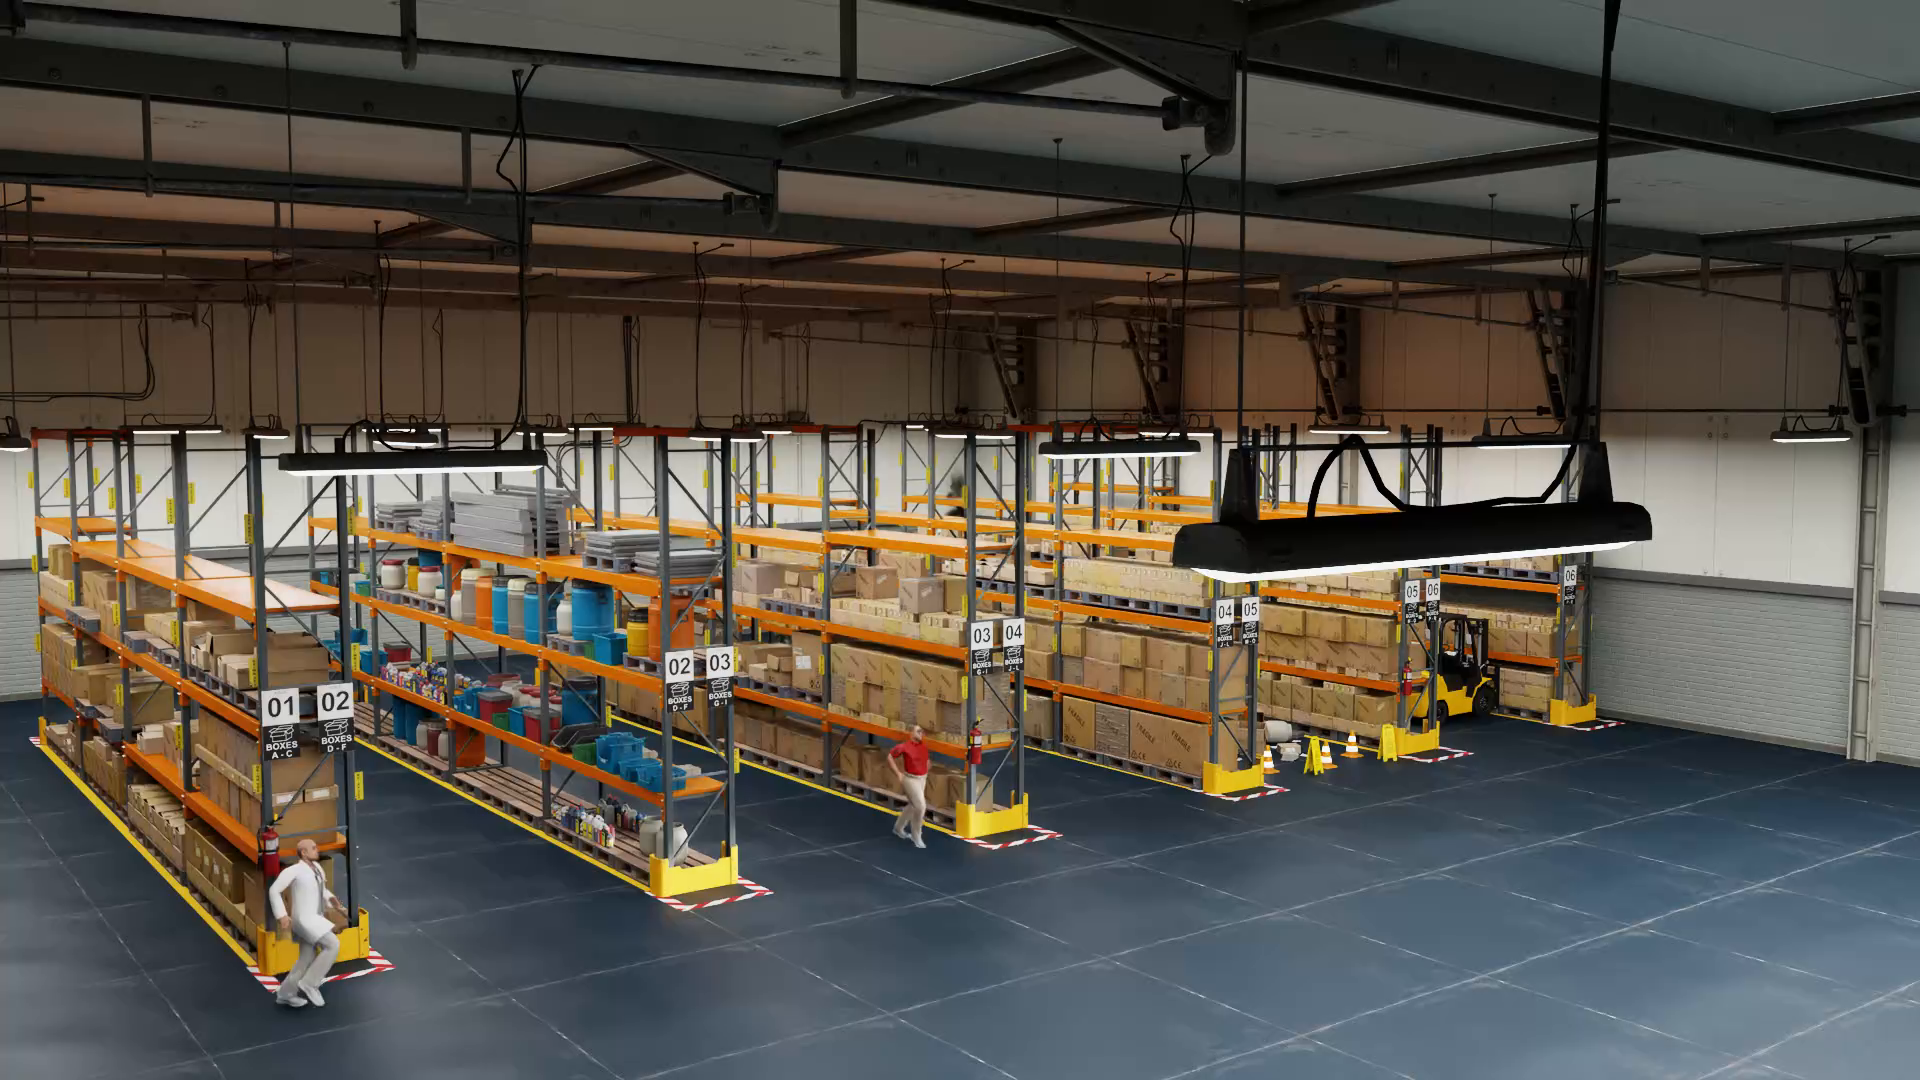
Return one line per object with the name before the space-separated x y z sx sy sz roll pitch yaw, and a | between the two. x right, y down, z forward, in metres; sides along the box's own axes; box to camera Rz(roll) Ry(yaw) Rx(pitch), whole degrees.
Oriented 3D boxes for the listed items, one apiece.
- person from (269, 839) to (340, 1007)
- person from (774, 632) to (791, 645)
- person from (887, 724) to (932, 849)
person | -6.919 4.058 17.743 0.683 1.714 0.695 0 4 -1
person | -4.573 2.179 42.071 0.715 1.769 0.651 2 5 25
person | -0.678 3.583 24.313 0.717 1.775 0.640 3 5 35
